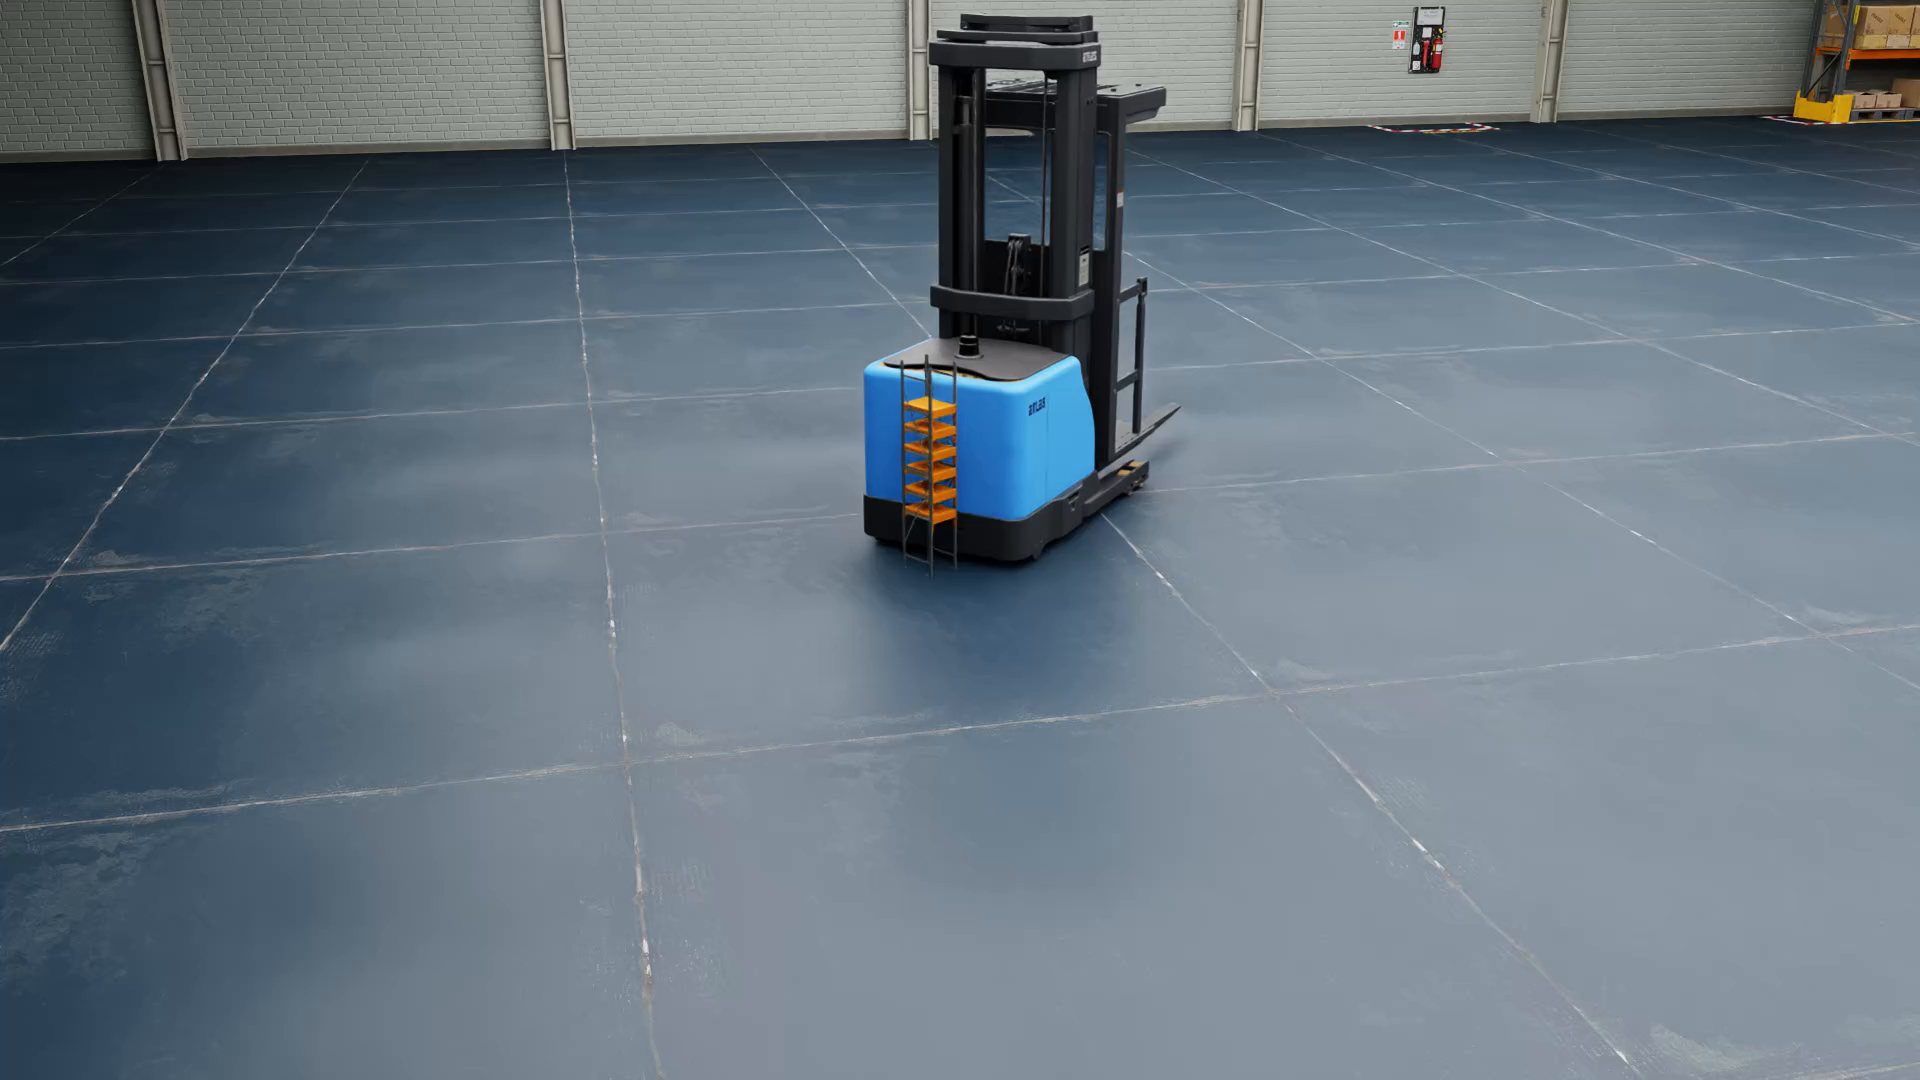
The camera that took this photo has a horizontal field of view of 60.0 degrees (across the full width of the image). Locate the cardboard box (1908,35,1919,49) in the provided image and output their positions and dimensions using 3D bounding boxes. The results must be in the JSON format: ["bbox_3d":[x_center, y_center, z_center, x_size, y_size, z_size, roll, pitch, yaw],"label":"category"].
[{"bbox_3d":[17.880,-9.378,31.245,0.500,0.250,0.500,-5,21,-13],"label":"cardboard box"}]

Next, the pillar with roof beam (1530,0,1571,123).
[{"bbox_3d":[11.967,-10.669,25.857,0.400,9.000,9.100,-5,21,-12],"label":"pillar with roof beam"}]

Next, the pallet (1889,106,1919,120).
[{"bbox_3d":[18.391,-8.267,32.077,1.213,0.211,1.003,-5,21,-12],"label":"pallet"}]

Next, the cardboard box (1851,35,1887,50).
[{"bbox_3d":[16.881,-9.294,31.015,0.500,0.250,0.500,-5,21,-14],"label":"cardboard box"}]

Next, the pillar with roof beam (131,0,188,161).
[{"bbox_3d":[-11.389,-8.769,20.671,0.400,9.000,9.100,-5,21,-12],"label":"pillar with roof beam"}]

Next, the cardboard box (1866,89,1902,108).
[{"bbox_3d":[17.582,-8.437,31.755,0.500,0.311,0.500,-3,20,-8],"label":"cardboard box"}]

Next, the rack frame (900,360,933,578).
[{"bbox_3d":[-0.236,-0.380,9.106,0.006,1.200,0.240,-19,27,-41],"label":"rack frame"}]

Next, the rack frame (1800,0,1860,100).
[{"bbox_3d":[16.333,-9.423,31.177,0.127,3.000,1.000,-5,21,-12],"label":"rack frame"}]

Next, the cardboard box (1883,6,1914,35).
[{"bbox_3d":[17.350,-9.687,30.997,0.500,0.500,0.500,-5,21,-12],"label":"cardboard box"}]

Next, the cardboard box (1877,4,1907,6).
[{"bbox_3d":[17.737,-9.901,31.582,0.500,0.500,0.500,-5,21,-14],"label":"cardboard box"}]

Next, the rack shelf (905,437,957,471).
[{"bbox_3d":[-0.171,-0.473,9.141,0.180,0.103,0.258,-19,27,-41],"label":"rack shelf"}]

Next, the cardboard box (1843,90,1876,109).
[{"bbox_3d":[17.027,-8.392,31.631,0.500,0.311,0.500,-7,21,-19],"label":"cardboard box"}]

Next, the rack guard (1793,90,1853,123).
[{"bbox_3d":[16.407,-8.255,31.624,0.348,0.500,1.175,-5,21,-12],"label":"rack guard"}]

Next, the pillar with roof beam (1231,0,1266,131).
[{"bbox_3d":[6.128,-10.194,24.560,0.400,9.000,9.100,-5,21,-12],"label":"pillar with roof beam"}]

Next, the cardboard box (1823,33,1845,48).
[{"bbox_3d":[16.743,-9.464,31.478,0.500,0.250,0.500,-4,21,-12],"label":"cardboard box"}]

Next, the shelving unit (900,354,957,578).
[{"bbox_3d":[-0.171,-0.402,9.167,0.189,1.200,0.258,-19,27,-41],"label":"shelving unit"}]

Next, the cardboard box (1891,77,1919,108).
[{"bbox_3d":[18.307,-8.567,31.835,0.500,0.500,0.700,-6,21,-16],"label":"cardboard box"}]

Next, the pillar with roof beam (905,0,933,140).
[{"bbox_3d":[0.289,-9.719,23.264,0.400,9.000,9.100,-5,21,-12],"label":"pillar with roof beam"}]

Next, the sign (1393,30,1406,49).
[{"bbox_3d":[8.001,-9.118,30.292,0.234,0.329,0.001,-5,21,-12],"label":"sign"}]

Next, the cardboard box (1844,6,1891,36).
[{"bbox_3d":[16.867,-9.651,30.899,0.500,0.500,0.500,-5,21,-12],"label":"cardboard box"}]

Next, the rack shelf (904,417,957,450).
[{"bbox_3d":[-0.171,-0.585,9.099,0.180,0.103,0.258,-19,27,-41],"label":"rack shelf"}]

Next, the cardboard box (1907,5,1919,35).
[{"bbox_3d":[17.854,-9.726,31.103,0.500,0.500,0.500,-5,21,-14],"label":"cardboard box"}]

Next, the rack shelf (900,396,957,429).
[{"bbox_3d":[-0.171,-0.698,9.058,0.180,0.103,0.258,-19,27,-41],"label":"rack shelf"}]

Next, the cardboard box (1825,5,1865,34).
[{"bbox_3d":[16.743,-9.822,31.367,0.500,0.500,0.500,-5,21,-13],"label":"cardboard box"}]

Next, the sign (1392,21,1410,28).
[{"bbox_3d":[8.007,-9.364,30.194,0.331,0.109,0.001,-5,21,-12],"label":"sign"}]

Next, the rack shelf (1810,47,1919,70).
[{"bbox_3d":[18.279,-9.243,31.733,4.000,0.370,1.077,-5,21,-12],"label":"rack shelf"}]

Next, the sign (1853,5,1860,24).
[{"bbox_3d":[16.458,-9.648,30.533,0.005,0.325,0.100,-5,21,-12],"label":"sign"}]

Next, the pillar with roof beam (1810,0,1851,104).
[{"bbox_3d":[17.806,-11.144,27.153,0.400,9.000,9.100,-5,21,-12],"label":"pillar with roof beam"}]

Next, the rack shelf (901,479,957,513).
[{"bbox_3d":[-0.171,-0.247,9.223,0.180,0.103,0.258,-19,27,-41],"label":"rack shelf"}]

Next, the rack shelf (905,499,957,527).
[{"bbox_3d":[-0.171,-0.135,9.264,0.180,0.103,0.258,-19,27,-41],"label":"rack shelf"}]

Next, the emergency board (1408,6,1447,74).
[{"bbox_3d":[8.562,-9.110,30.323,0.643,1.169,0.194,-5,21,-12],"label":"emergency board"}]

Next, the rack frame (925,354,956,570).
[{"bbox_3d":[-0.106,-0.424,9.227,0.006,1.200,0.240,-19,27,-41],"label":"rack frame"}]

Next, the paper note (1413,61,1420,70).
[{"bbox_3d":[8.374,-8.706,30.500,0.142,0.148,0.016,-5,21,-12],"label":"paper note"}]

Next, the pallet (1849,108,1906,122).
[{"bbox_3d":[17.206,-8.172,31.817,1.213,0.211,1.003,-5,21,-12],"label":"pallet"}]

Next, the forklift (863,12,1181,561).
[{"bbox_3d":[0.569,-1.722,10.255,1.130,2.935,3.031,10,22,26],"label":"forklift"}]

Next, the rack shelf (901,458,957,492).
[{"bbox_3d":[-0.171,-0.360,9.182,0.180,0.103,0.258,-19,27,-41],"label":"rack shelf"}]

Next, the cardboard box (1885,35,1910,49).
[{"bbox_3d":[17.383,-9.340,31.140,0.500,0.250,0.500,-5,21,-14],"label":"cardboard box"}]

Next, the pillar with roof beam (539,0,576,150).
[{"bbox_3d":[-5.550,-9.244,21.968,0.400,9.000,9.100,-5,21,-12],"label":"pillar with roof beam"}]
